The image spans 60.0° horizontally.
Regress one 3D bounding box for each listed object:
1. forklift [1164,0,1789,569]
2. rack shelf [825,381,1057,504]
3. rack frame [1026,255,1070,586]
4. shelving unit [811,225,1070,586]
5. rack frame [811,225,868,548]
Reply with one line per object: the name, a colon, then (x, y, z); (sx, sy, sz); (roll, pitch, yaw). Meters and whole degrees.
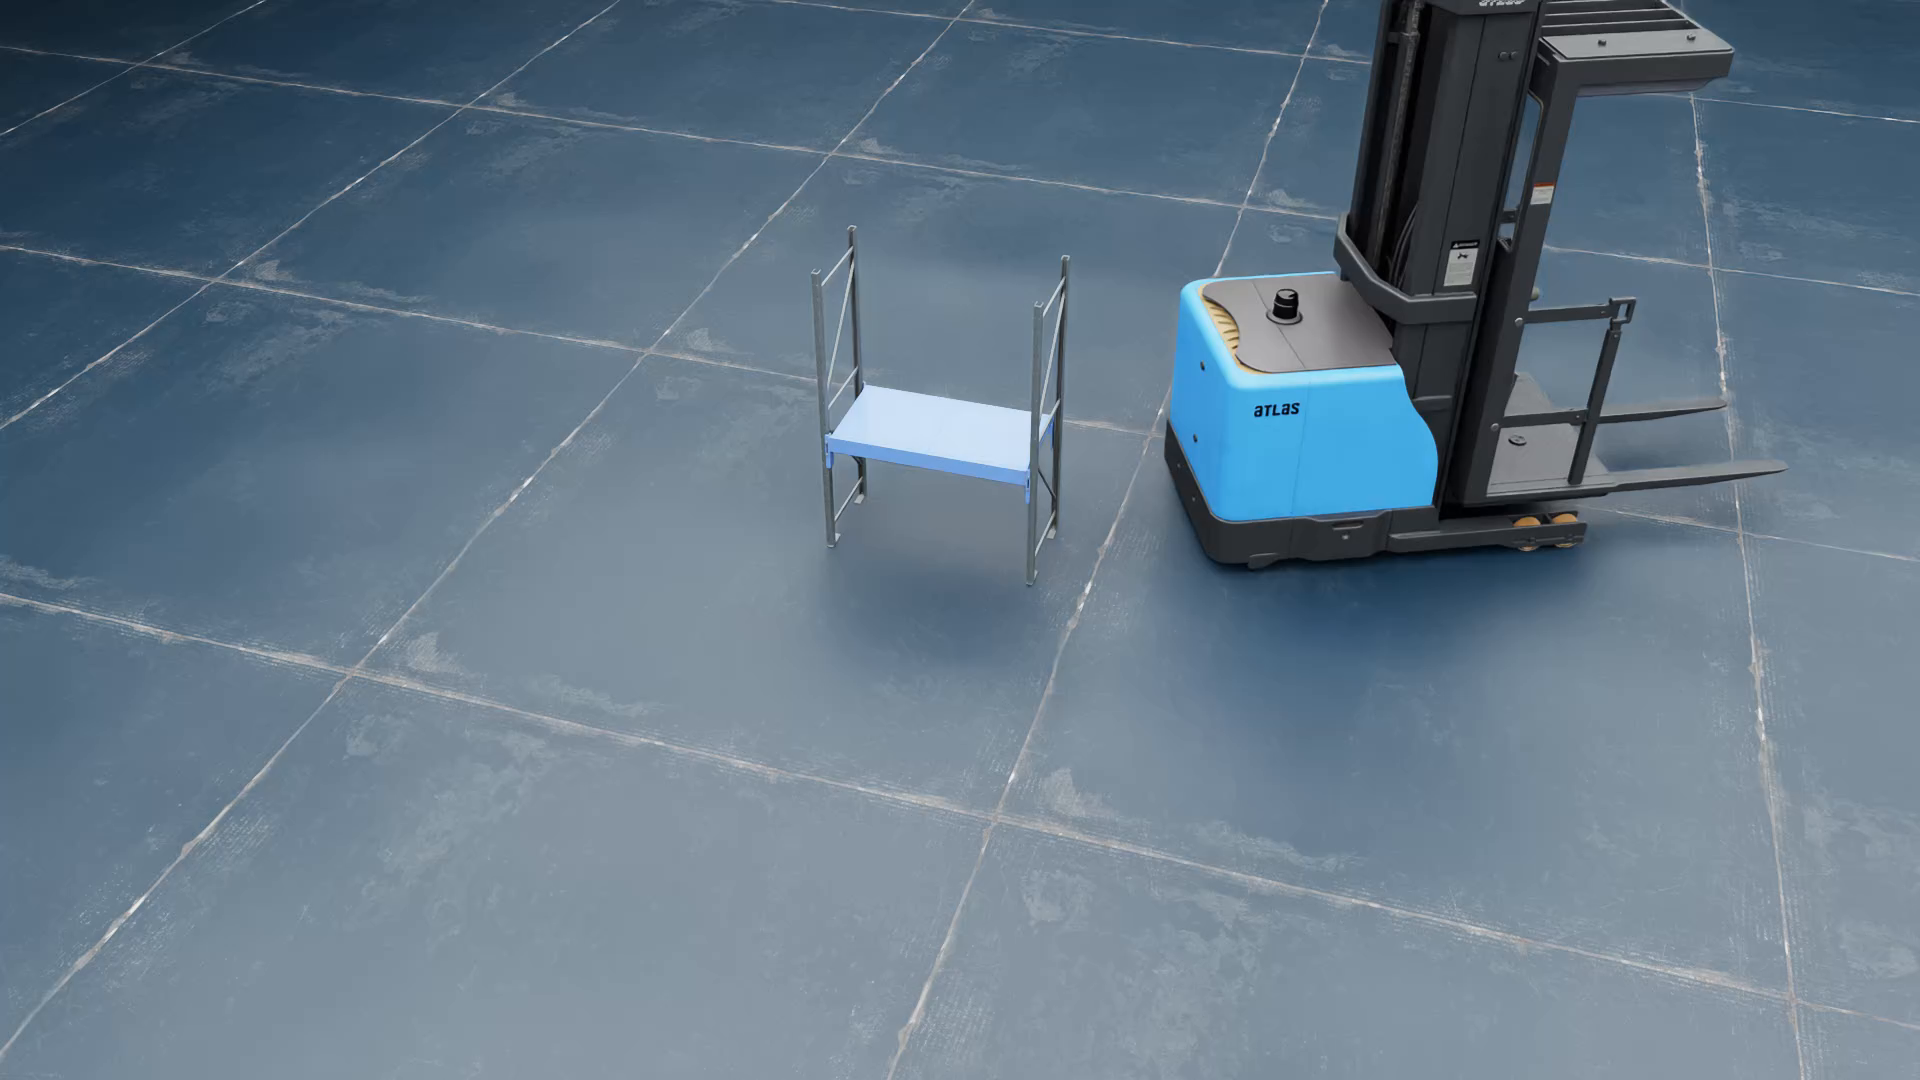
forklift: (2.630, -1.433, 7.724); (3.031, 2.935, 1.130); (-5, 37, -6)
rack shelf: (-0.081, -0.474, 7.933); (1.000, 0.185, 0.538); (10, 38, 14)
rack frame: (0.404, -0.529, 7.704); (0.032, 1.500, 0.500); (10, 38, 14)
shelving unit: (-0.081, -0.619, 7.826); (1.048, 1.500, 0.538); (10, 38, 14)
rack frame: (-0.567, -0.709, 7.948); (0.032, 1.500, 0.500); (10, 38, 14)
